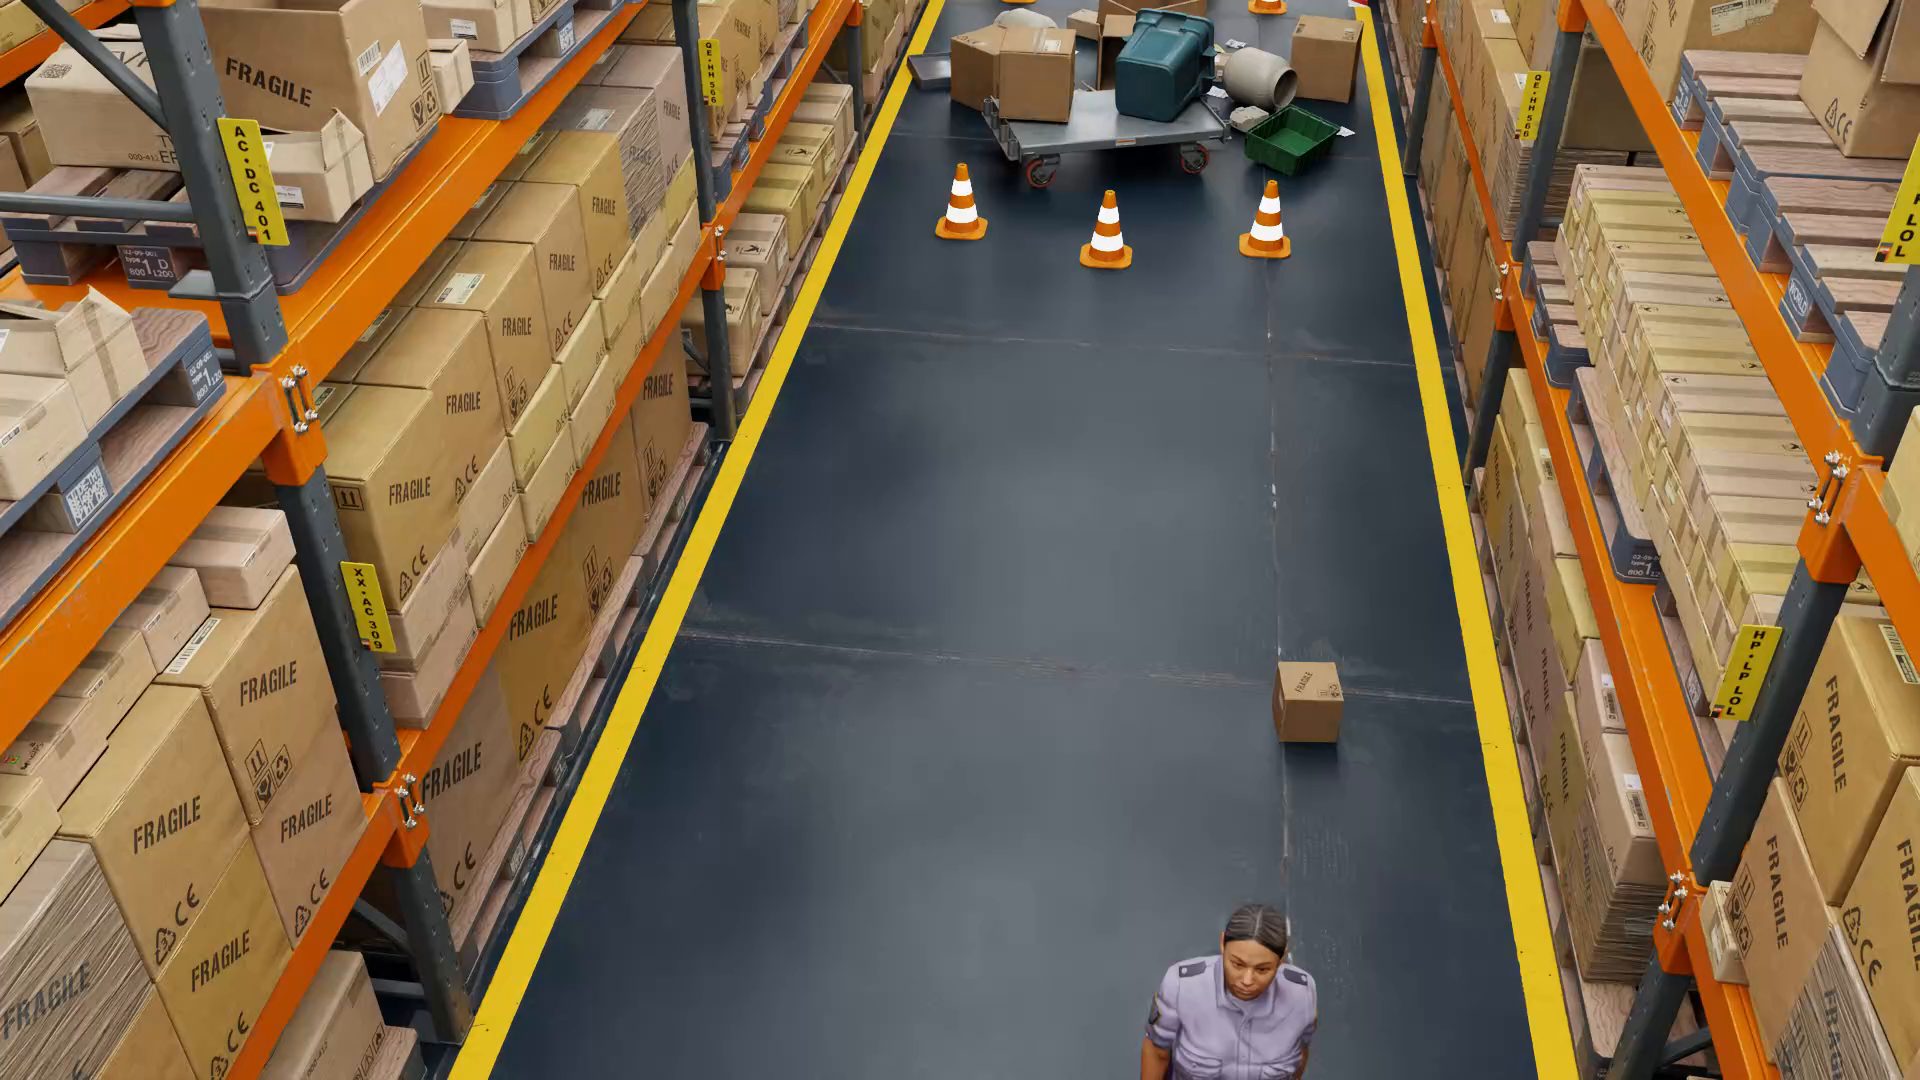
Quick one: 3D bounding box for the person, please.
[{"bbox_3d":[0.752,1.621,4.837,0.473,1.615,0.800,4,37,6],"label":"person"}]
